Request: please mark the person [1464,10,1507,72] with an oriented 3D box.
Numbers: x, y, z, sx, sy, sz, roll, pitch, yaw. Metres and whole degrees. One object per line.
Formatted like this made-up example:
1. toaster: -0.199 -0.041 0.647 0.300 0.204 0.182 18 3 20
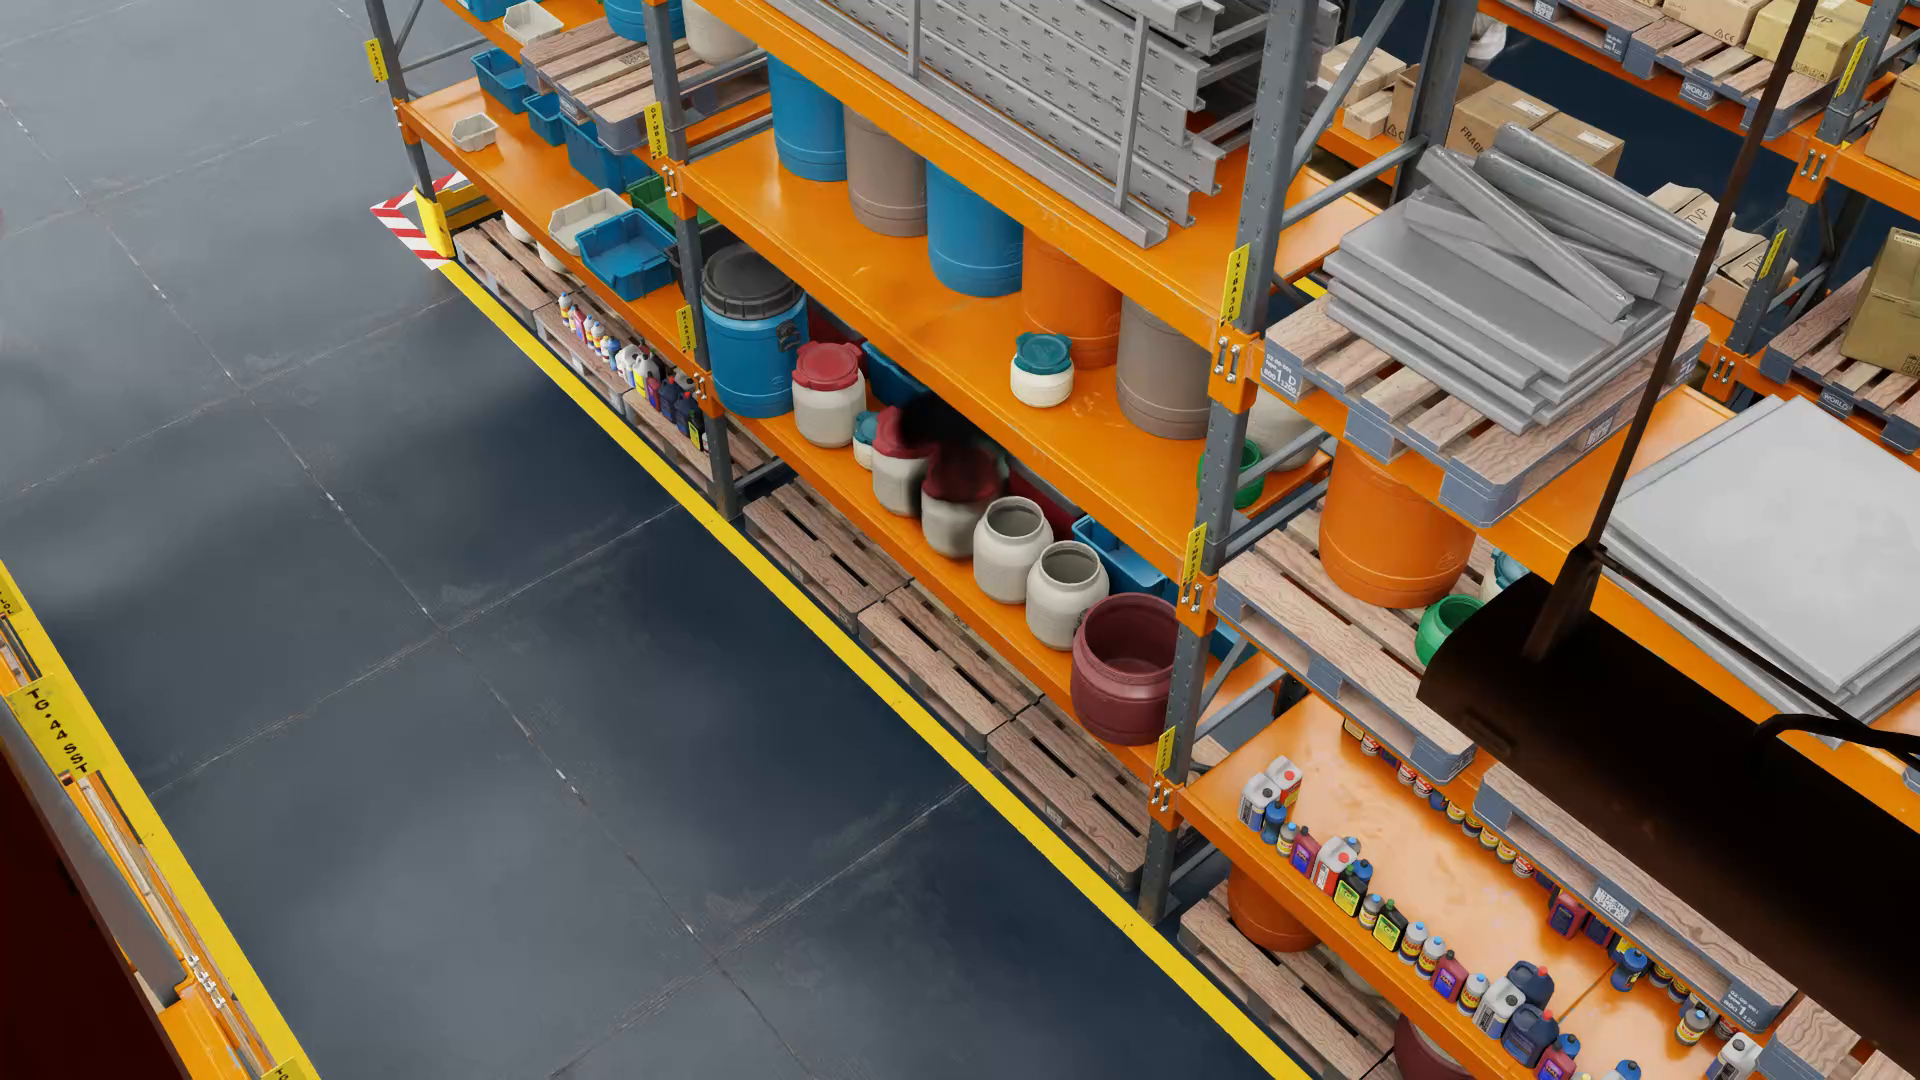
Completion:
1. person: 4.298 -4.043 13.625 0.803 1.739 0.610 31 54 26
